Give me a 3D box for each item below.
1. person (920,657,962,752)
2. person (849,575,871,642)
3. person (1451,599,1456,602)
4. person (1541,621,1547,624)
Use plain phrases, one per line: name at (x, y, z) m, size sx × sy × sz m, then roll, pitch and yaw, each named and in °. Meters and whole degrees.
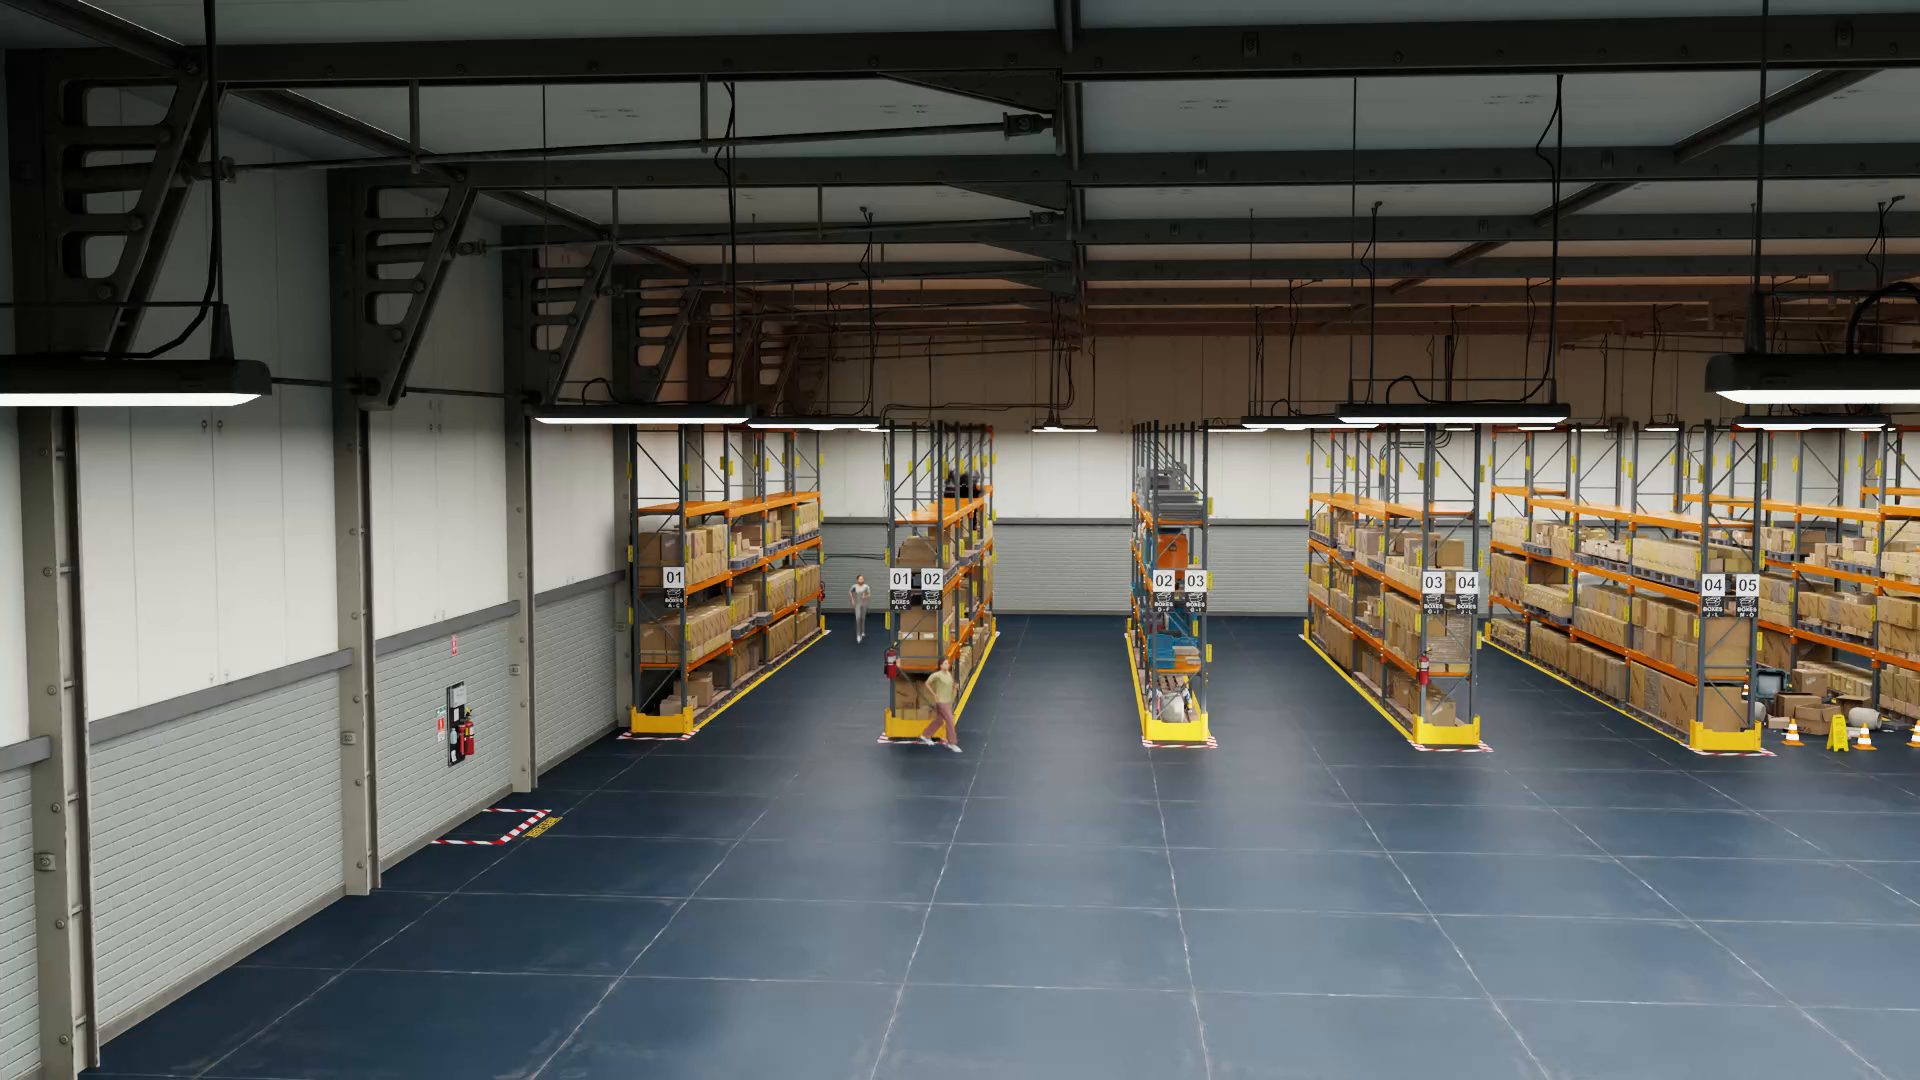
person at (-0.321, 2.974, 30.231) m, size 0.880 × 1.697 × 0.555 m, roll 2°, pitch 4°, yaw 27°
person at (-2.654, 1.797, 44.305) m, size 0.565 × 1.756 × 0.674 m, roll -1°, pitch 4°, yaw -9°
person at (13.908, 1.949, 46.586) m, size 0.642 × 1.650 × 0.821 m, roll 2°, pitch 4°, yaw 32°
person at (16.962, 1.836, 47.872) m, size 0.738 × 1.731 × 0.650 m, roll -1°, pitch 4°, yaw -17°
